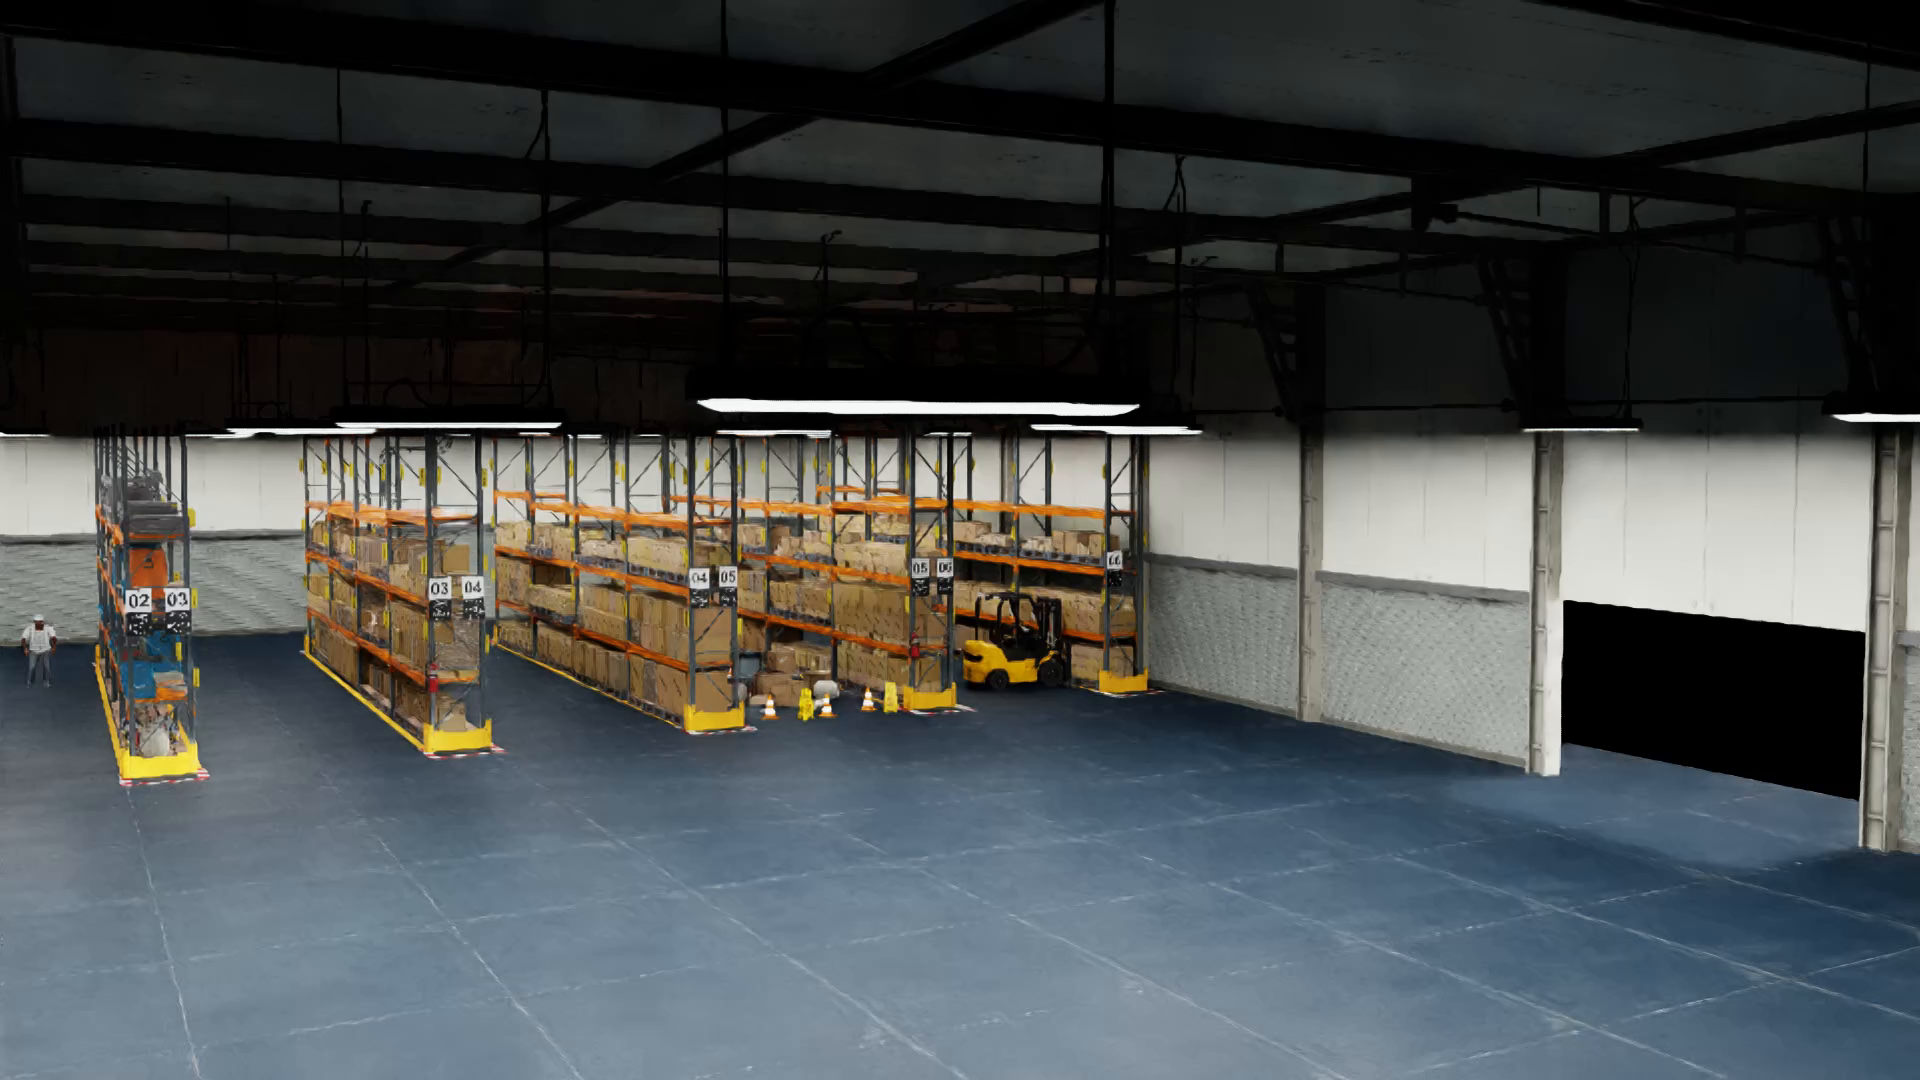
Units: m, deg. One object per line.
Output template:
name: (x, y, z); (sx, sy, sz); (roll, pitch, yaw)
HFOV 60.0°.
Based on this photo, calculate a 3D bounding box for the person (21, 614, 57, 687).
person: (-21.231, 2.553, 38.344); (0.719, 1.714, 0.578); (-2, 4, -31)

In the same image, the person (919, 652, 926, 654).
person: (-1.025, 2.441, 40.544); (0.556, 1.632, 0.598); (0, 3, 2)
